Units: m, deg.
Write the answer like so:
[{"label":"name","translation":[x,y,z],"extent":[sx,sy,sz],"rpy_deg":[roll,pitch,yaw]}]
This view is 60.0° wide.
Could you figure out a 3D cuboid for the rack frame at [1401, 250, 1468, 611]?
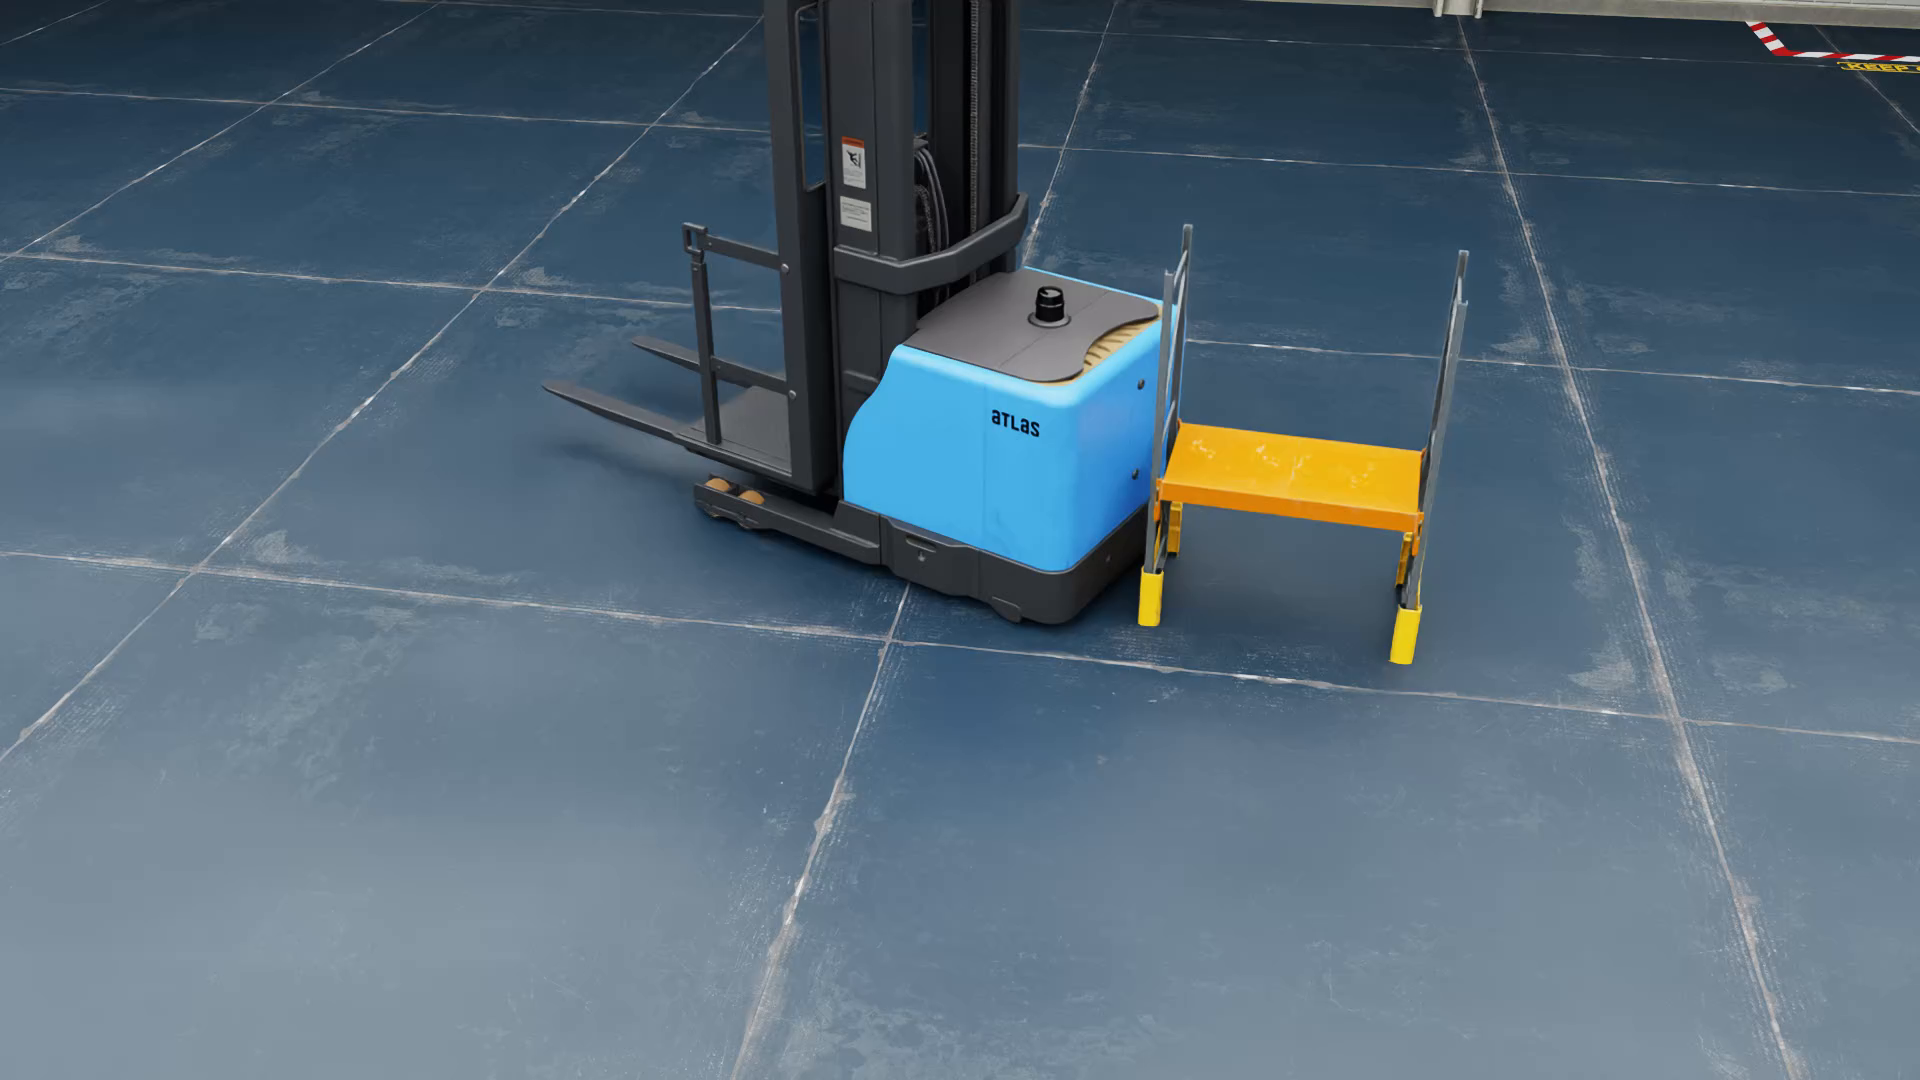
[{"label":"rack frame","translation":[1.793,-0.302,6.319],"extent":[0.032,1.500,0.500],"rpy_deg":[8,33,13]}]

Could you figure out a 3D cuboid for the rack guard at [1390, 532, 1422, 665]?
[{"label":"rack guard","translation":[1.792,0.228,6.651],"extent":[0.087,0.250,0.587],"rpy_deg":[8,33,13]}]

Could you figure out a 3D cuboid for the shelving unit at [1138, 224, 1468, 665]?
[{"label":"shelving unit","translation":[1.310,-0.370,6.427],"extent":[1.083,1.500,0.587],"rpy_deg":[8,33,13]}]

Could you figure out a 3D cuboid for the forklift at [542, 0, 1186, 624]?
[{"label":"forklift","translation":[-0.576,-1.503,6.889],"extent":[3.031,2.935,1.130],"rpy_deg":[19,37,28]}]

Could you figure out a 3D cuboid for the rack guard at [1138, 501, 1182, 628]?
[{"label":"rack guard","translation":[0.829,0.093,6.866],"extent":[0.087,0.250,0.587],"rpy_deg":[8,33,13]}]

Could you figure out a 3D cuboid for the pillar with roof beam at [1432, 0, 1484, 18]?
[{"label":"pillar with roof beam","translation":[3.663,-6.223,8.710],"extent":[0.400,9.000,9.100],"rpy_deg":[5,32,8]}]

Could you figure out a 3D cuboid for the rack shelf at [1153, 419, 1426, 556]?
[{"label":"rack shelf","translation":[1.301,-0.218,6.524],"extent":[1.000,0.185,0.538],"rpy_deg":[8,33,13]}]

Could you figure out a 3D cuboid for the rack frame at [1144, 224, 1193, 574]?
[{"label":"rack frame","translation":[0.810,-0.440,6.539],"extent":[0.032,1.500,0.500],"rpy_deg":[8,33,13]}]
